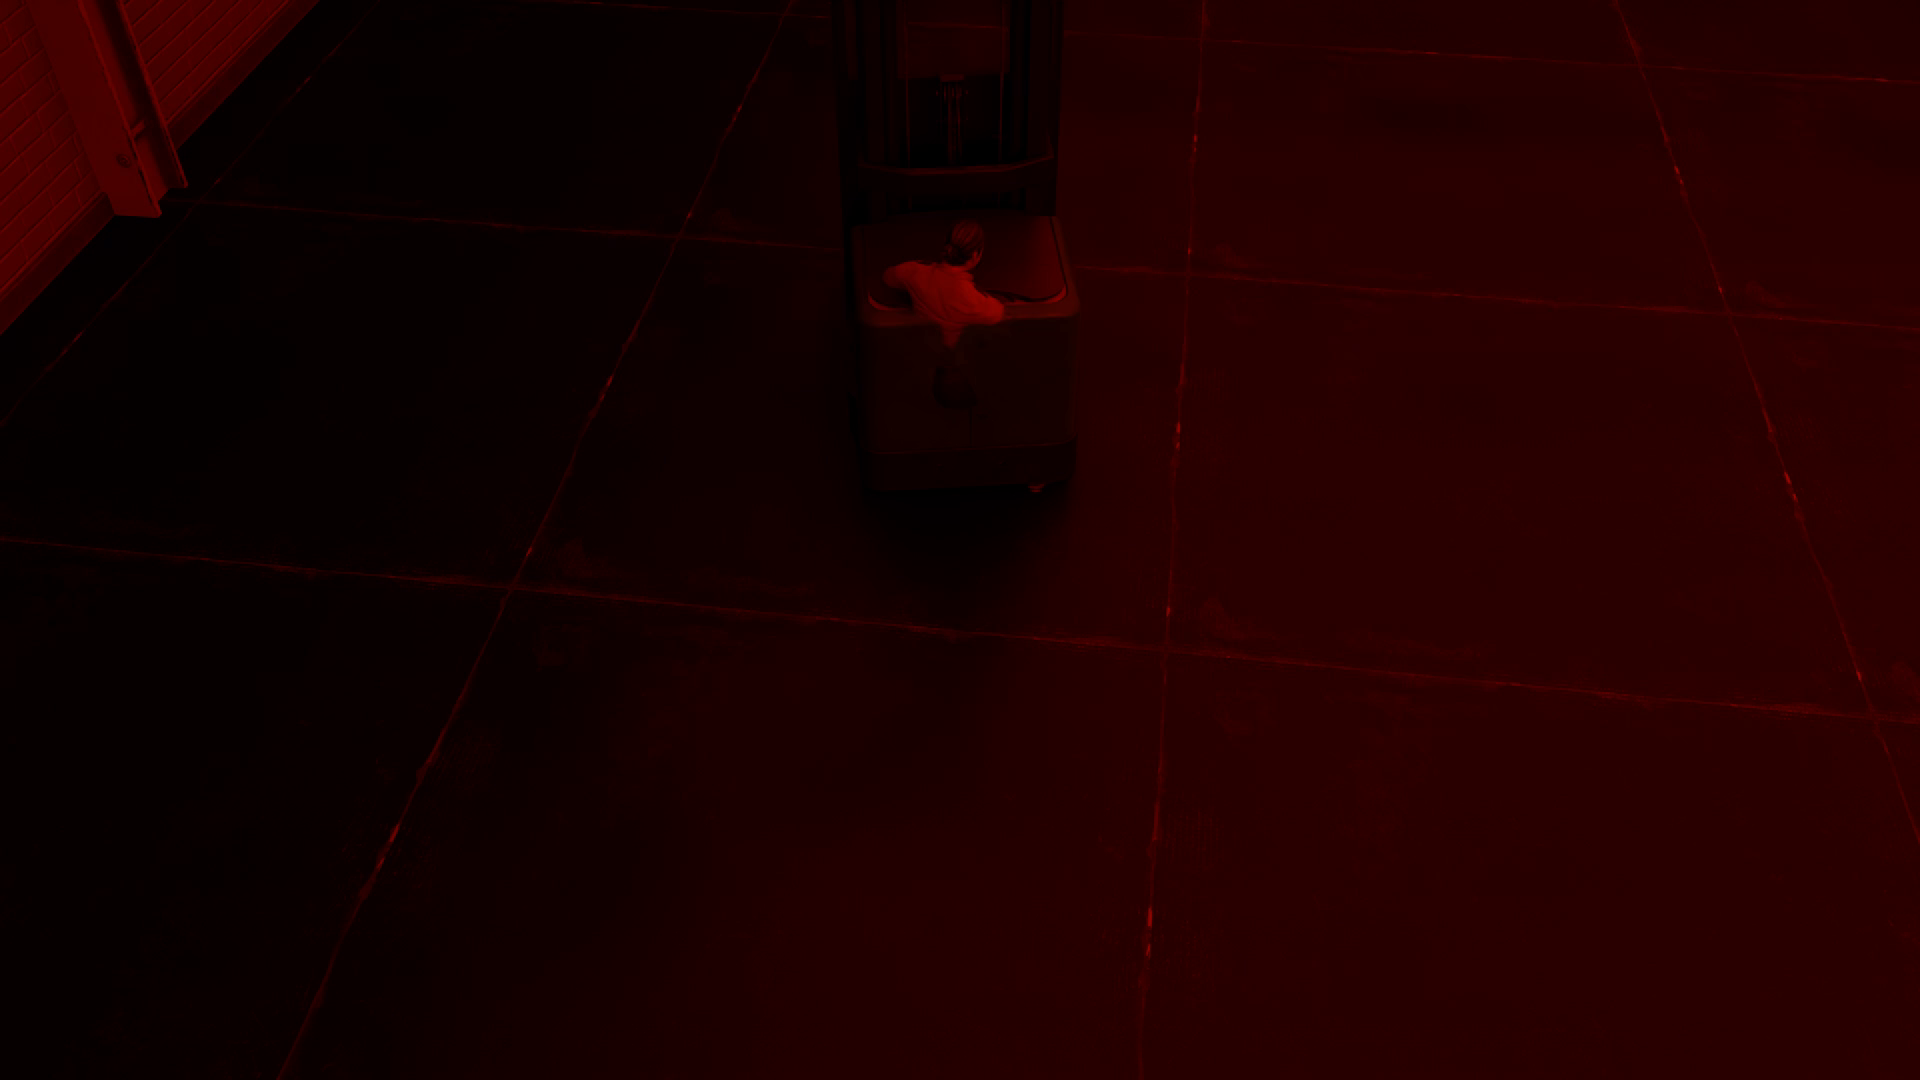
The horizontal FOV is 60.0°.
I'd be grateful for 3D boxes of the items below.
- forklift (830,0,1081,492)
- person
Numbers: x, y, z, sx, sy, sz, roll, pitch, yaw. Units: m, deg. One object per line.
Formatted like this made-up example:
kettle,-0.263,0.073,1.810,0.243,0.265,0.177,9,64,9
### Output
forklift,-0.080,-2.305,8.234,1.130,2.935,3.031,-3,43,-4
person,0.043,-0.945,7.841,0.872,1.451,0.705,22,47,22
